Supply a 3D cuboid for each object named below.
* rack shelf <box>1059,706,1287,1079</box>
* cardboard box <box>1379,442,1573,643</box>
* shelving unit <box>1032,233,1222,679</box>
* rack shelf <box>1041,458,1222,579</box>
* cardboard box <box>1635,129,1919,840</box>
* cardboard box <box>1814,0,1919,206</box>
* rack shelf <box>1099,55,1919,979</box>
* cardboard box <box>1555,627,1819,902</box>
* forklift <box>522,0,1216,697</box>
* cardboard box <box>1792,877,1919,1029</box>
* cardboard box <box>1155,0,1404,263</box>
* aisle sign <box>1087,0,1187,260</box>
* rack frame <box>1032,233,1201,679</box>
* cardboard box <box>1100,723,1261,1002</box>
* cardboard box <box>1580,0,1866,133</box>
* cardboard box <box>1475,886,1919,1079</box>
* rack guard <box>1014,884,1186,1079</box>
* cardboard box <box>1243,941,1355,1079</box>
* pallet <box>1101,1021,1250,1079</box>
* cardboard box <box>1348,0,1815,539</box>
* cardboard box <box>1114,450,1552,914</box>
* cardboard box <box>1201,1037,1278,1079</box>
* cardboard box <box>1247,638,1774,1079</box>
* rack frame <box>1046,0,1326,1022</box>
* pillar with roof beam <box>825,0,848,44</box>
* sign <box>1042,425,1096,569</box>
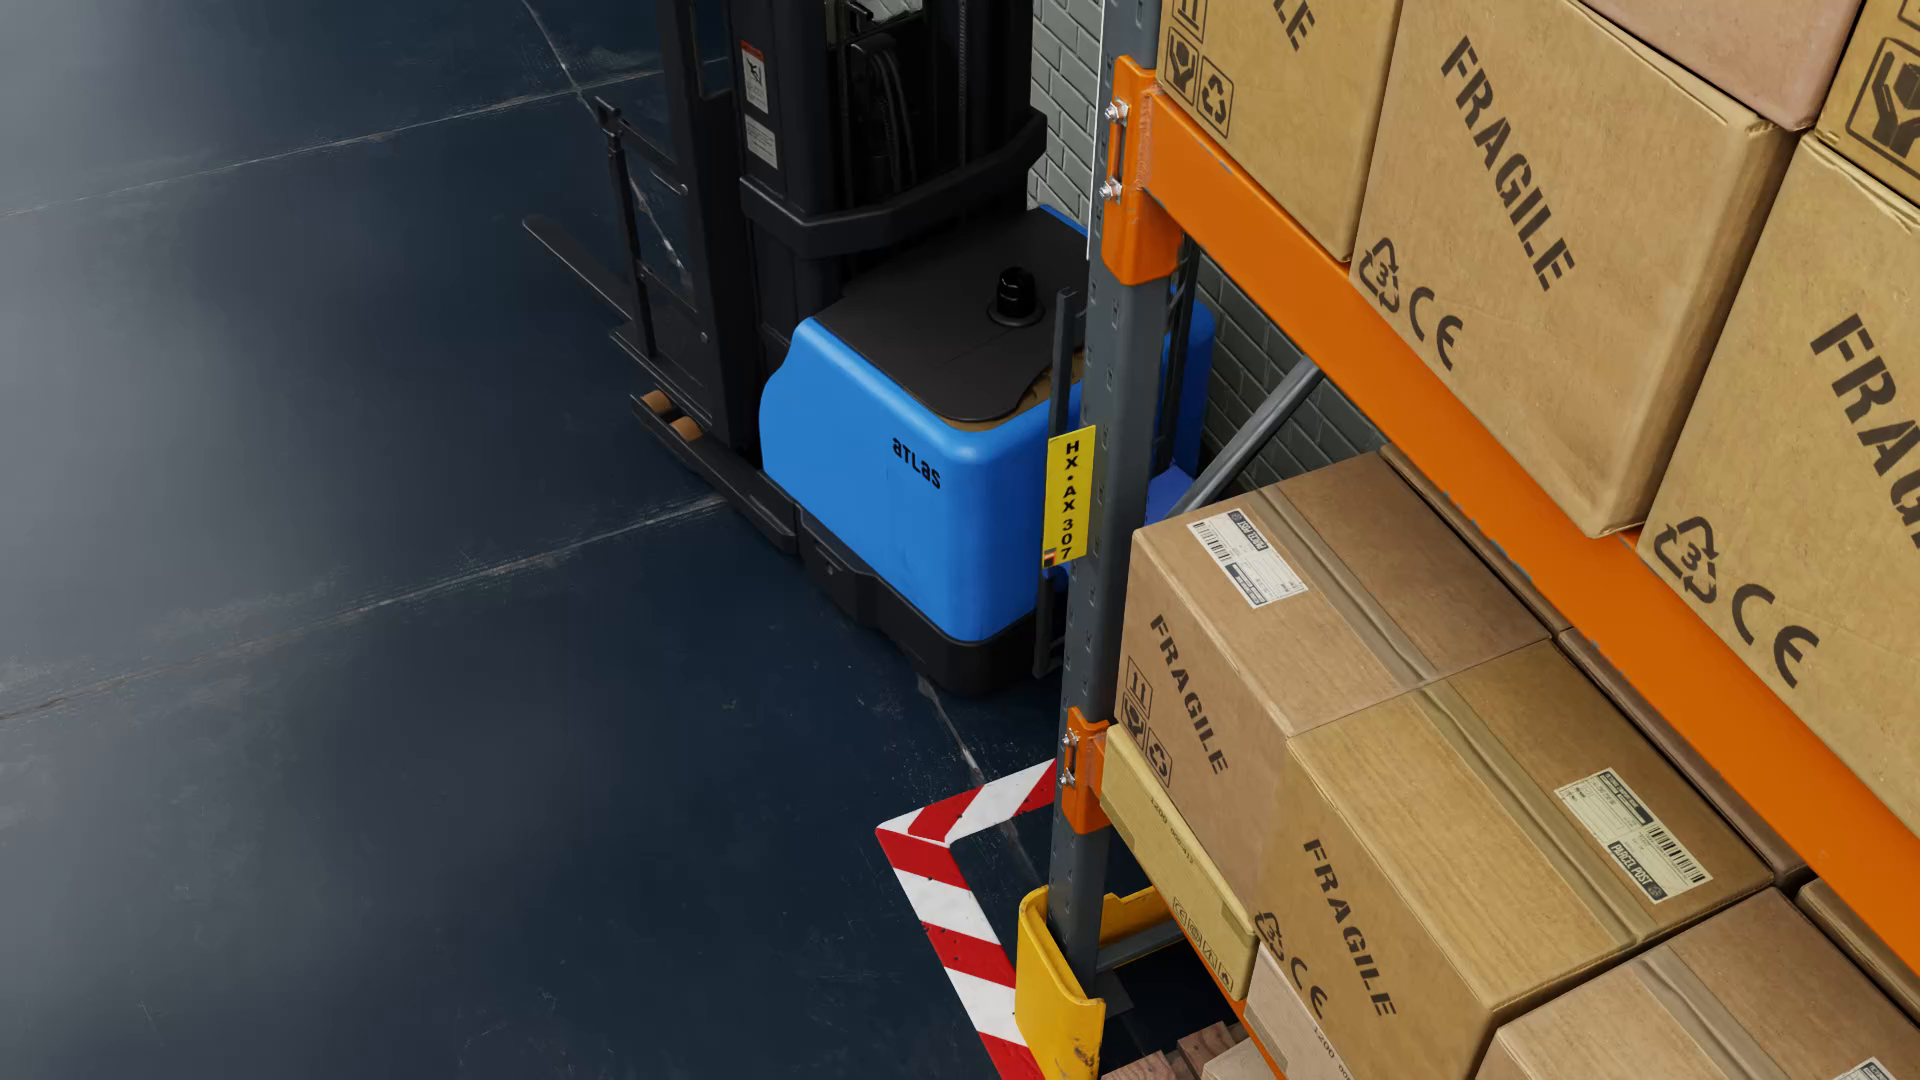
[{"bbox_3d":[1.536,1.602,2.503,1.077,0.370,4.000,-18,47,-17],"label":"rack shelf"},{"bbox_3d":[1.086,0.088,3.083,0.500,0.500,0.500,-19,48,-18],"label":"cardboard box"},{"bbox_3d":[0.763,0.077,4.598,0.538,1.500,1.048,-30,53,-27],"label":"shelving unit"},{"bbox_3d":[0.761,0.204,4.726,0.538,0.185,1.000,-30,53,-27],"label":"rack shelf"},{"bbox_3d":[1.024,-0.070,1.464,0.500,0.500,0.500,-16,47,-16],"label":"cardboard box"},{"bbox_3d":[1.028,-0.420,1.107,0.500,0.500,0.500,-17,47,-16],"label":"cardboard box"},{"bbox_3d":[1.536,0.534,1.449,1.077,0.370,4.000,-18,47,-17],"label":"rack shelf"},{"bbox_3d":[1.289,0.412,2.755,0.500,0.500,0.500,-17,47,-17],"label":"cardboard box"},{"bbox_3d":[-0.554,-1.526,5.210,1.130,2.935,3.031,-30,52,-27],"label":"forklift"},{"bbox_3d":[1.510,0.740,2.423,0.500,0.500,0.500,-19,48,-18],"label":"cardboard box"},{"bbox_3d":[0.609,-0.752,2.155,0.500,0.500,0.500,-17,47,-16],"label":"cardboard box"},{"bbox_3d":[0.393,-0.811,2.585,0.394,0.787,0.004,-18,47,-17],"label":"aisle sign"},{"bbox_3d":[0.441,-0.204,4.873,0.500,1.500,0.032,-30,53,-27],"label":"rack frame"},{"bbox_3d":[0.612,0.523,3.177,0.500,0.250,0.500,-19,48,-19],"label":"cardboard box"},{"bbox_3d":[0.802,-0.743,1.434,0.500,0.500,0.500,-19,48,-18],"label":"cardboard box"},{"bbox_3d":[1.034,0.893,2.268,0.500,0.500,0.500,-20,48,-19],"label":"cardboard box"},{"bbox_3d":[0.727,1.010,4.371,1.175,0.500,0.348,-18,47,-17],"label":"rack guard"},{"bbox_3d":[0.844,0.849,2.846,0.500,0.250,0.500,-19,48,-19],"label":"cardboard box"},{"bbox_3d":[1.037,1.641,3.937,1.003,0.211,1.213,-18,47,-17],"label":"pallet"},{"bbox_3d":[0.803,-0.399,1.798,0.500,0.500,0.500,-15,47,-15],"label":"cardboard box"},{"bbox_3d":[0.623,0.244,2.926,0.500,0.500,0.500,-18,47,-17],"label":"cardboard box"},{"bbox_3d":[0.905,1.339,3.858,0.500,0.311,0.500,-23,49,-22],"label":"cardboard box"},{"bbox_3d":[0.822,0.562,2.604,0.500,0.500,0.500,-18,47,-17],"label":"cardboard box"},{"bbox_3d":[0.695,0.072,3.542,1.000,3.000,0.127,-18,47,-17],"label":"rack frame"},{"bbox_3d":[-4.654,-4.426,3.828,9.100,9.000,0.400,-18,47,-17],"label":"pillar with roof beam"},{"bbox_3d":[0.203,-0.076,3.075,0.100,0.325,0.005,-18,47,-17],"label":"sign"}]
